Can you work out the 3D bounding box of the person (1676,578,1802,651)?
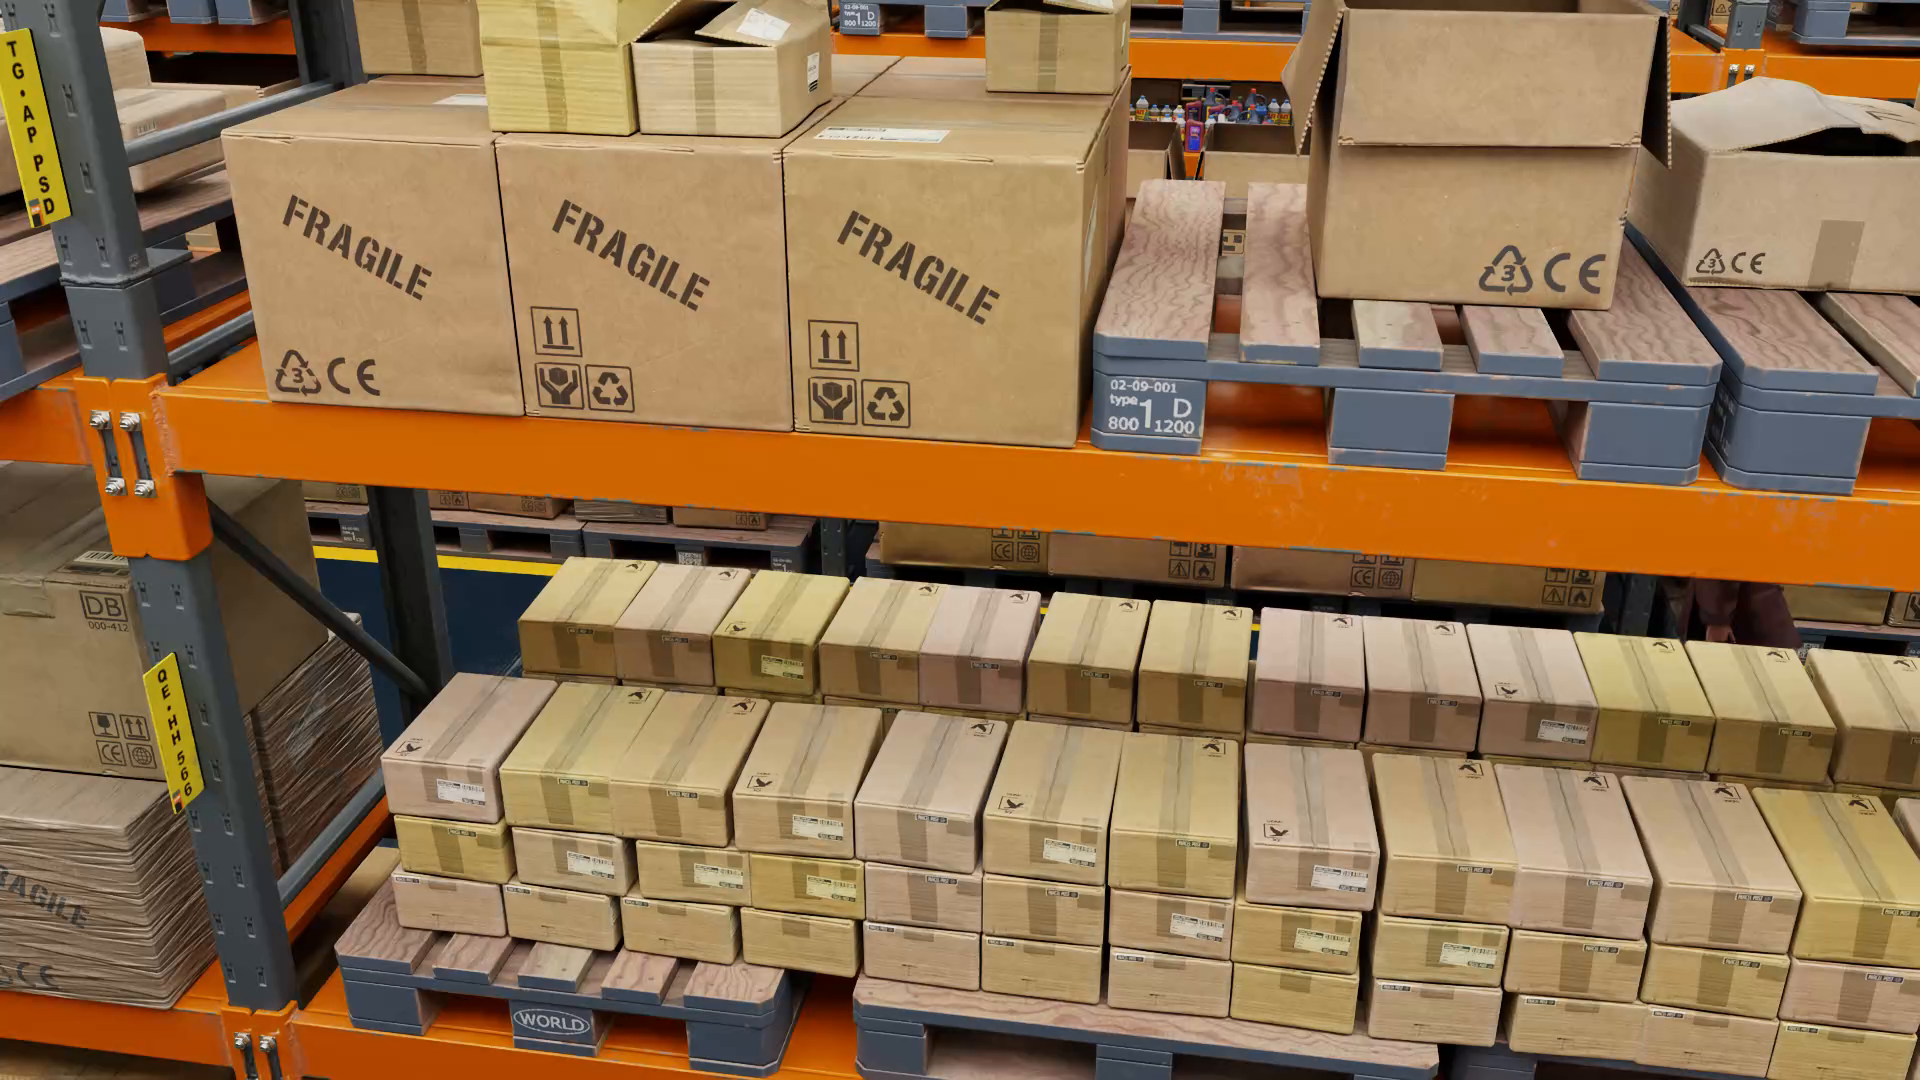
[{"bbox_3d":[3.048,0.202,6.665,0.960,1.747,0.604,5,25,10],"label":"person"}]
